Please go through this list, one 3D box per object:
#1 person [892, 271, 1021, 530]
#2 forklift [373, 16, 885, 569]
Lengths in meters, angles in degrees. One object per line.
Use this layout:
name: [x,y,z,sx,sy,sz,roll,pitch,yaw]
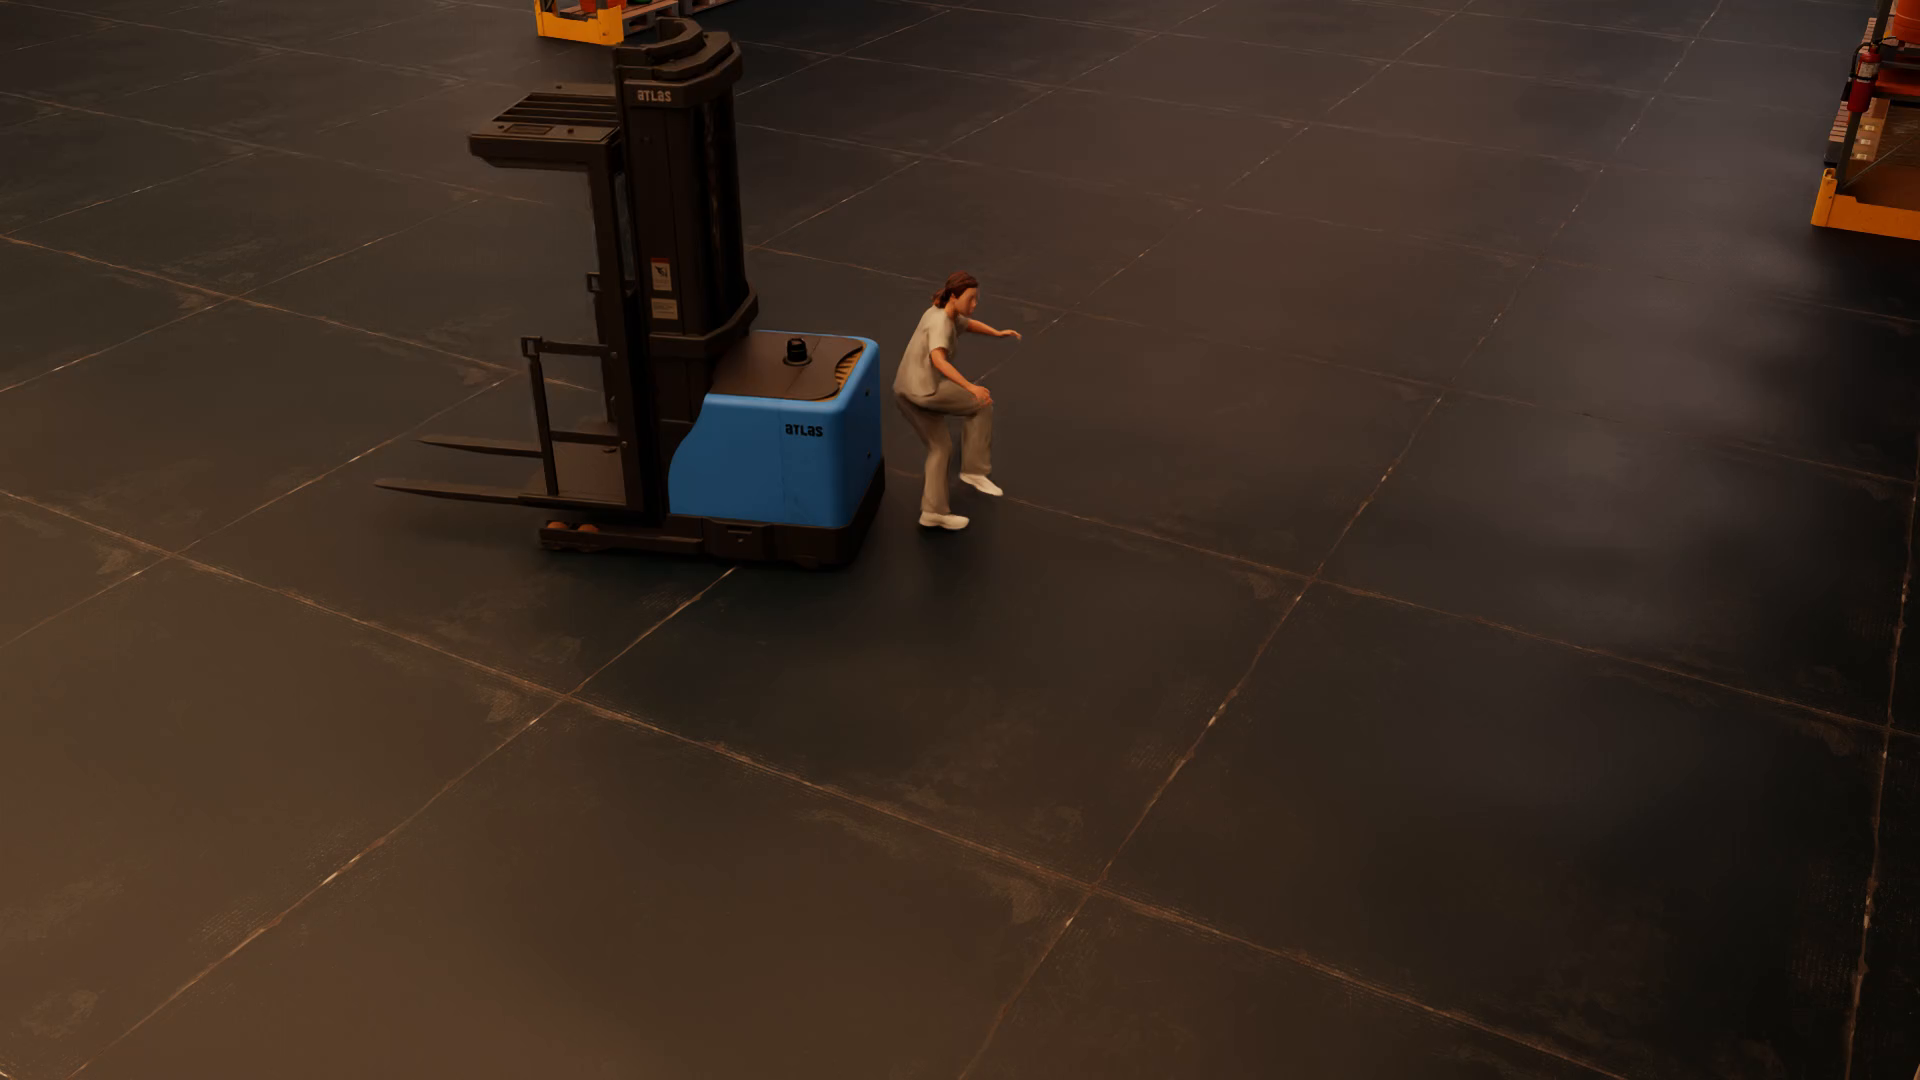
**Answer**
person: [0.029,-0.891,10.106,0.819,1.431,0.880,-11,32,-18]
forklift: [-2.035,-1.446,9.576,3.031,2.935,1.130,5,30,9]
